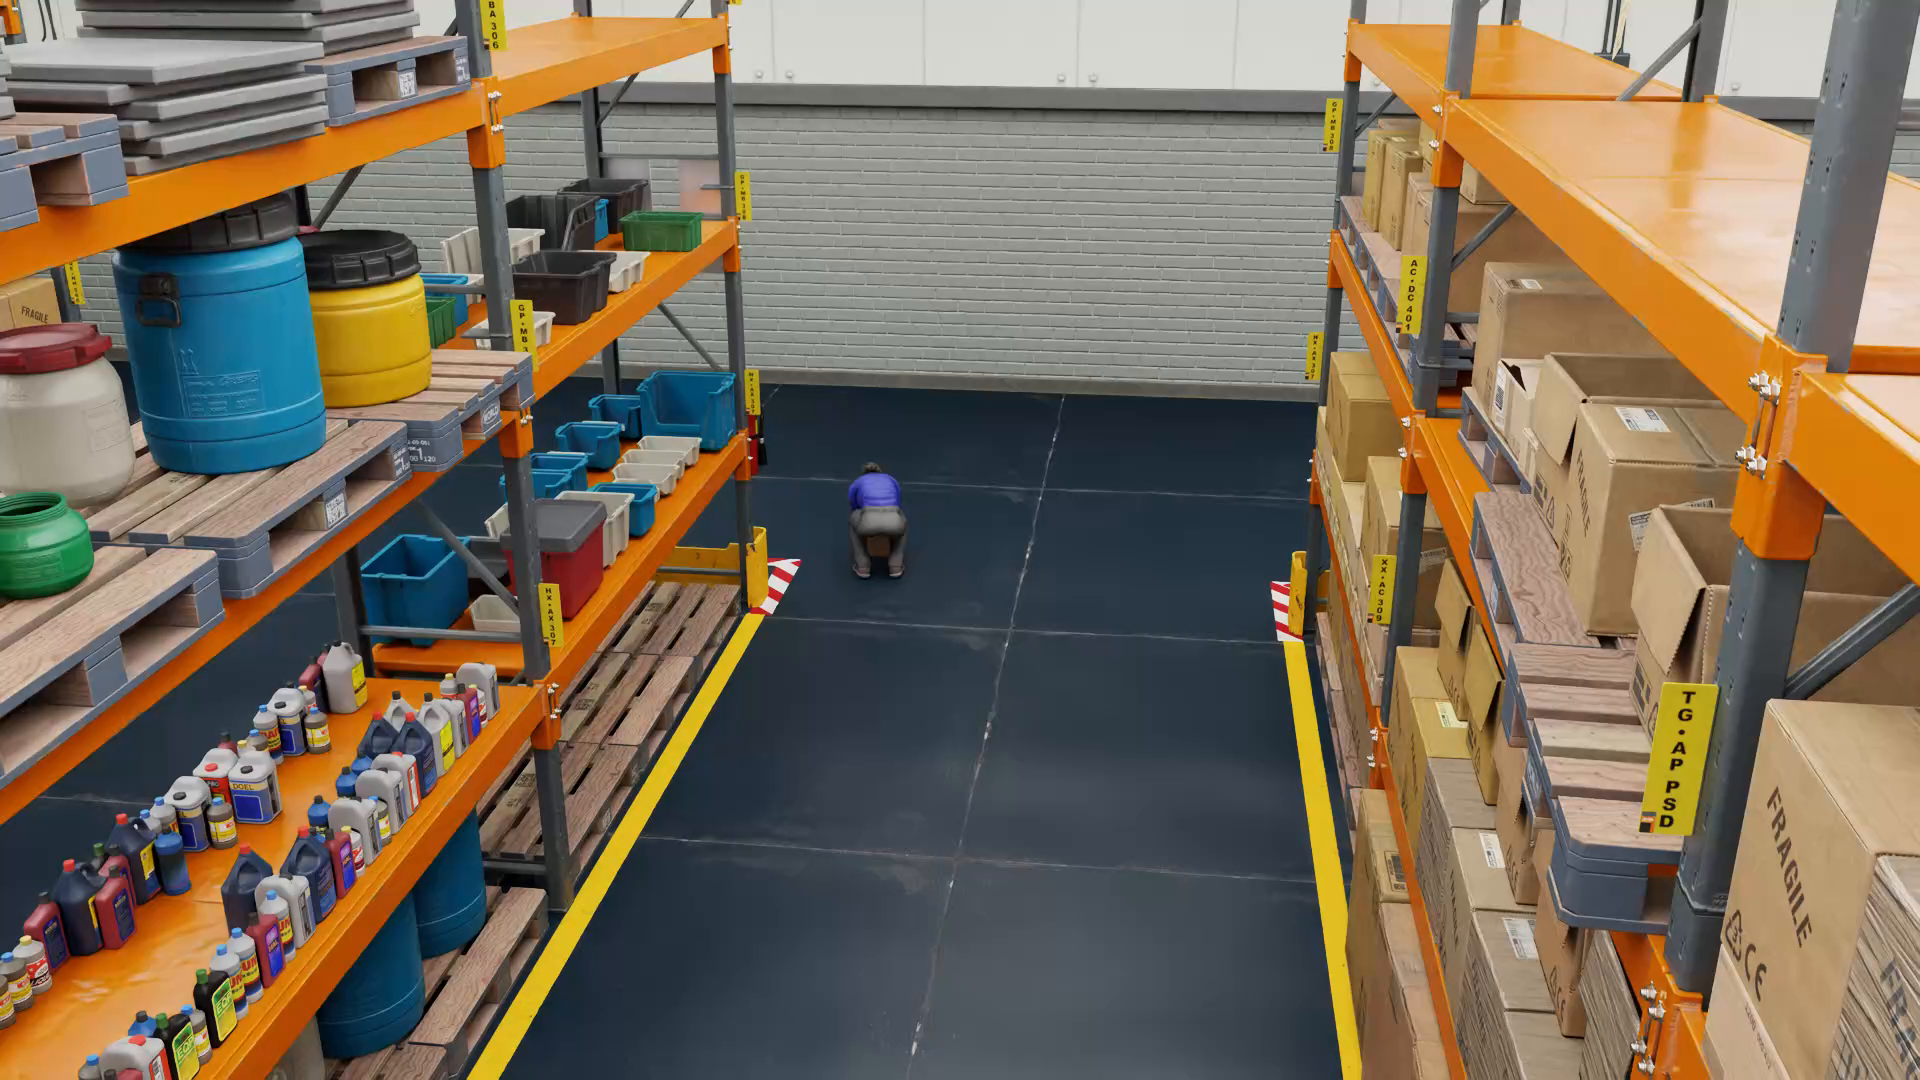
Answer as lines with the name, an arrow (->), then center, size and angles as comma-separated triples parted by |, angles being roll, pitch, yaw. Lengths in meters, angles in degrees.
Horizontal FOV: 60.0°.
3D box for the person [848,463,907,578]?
person -> -0.631, -0.143, 12.744 | 0.458, 0.756, 0.852 | -2, 21, -4
